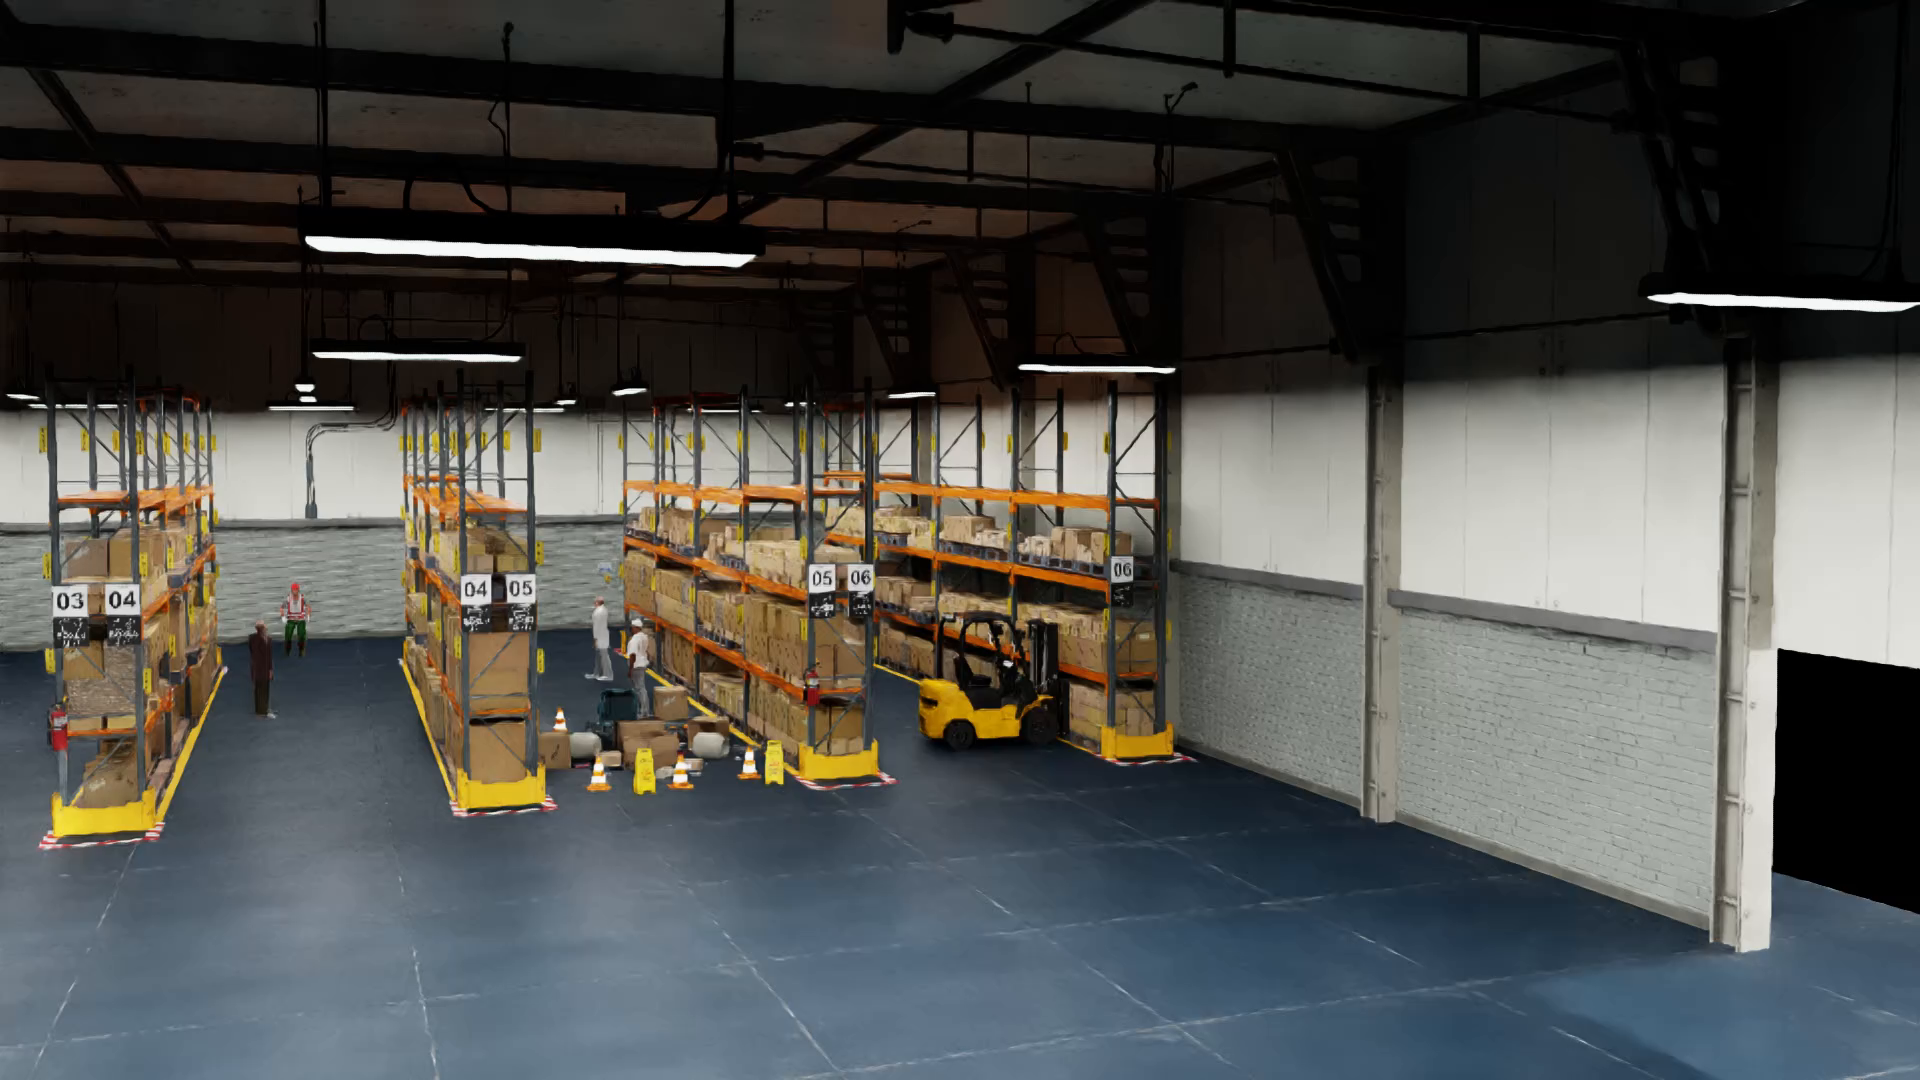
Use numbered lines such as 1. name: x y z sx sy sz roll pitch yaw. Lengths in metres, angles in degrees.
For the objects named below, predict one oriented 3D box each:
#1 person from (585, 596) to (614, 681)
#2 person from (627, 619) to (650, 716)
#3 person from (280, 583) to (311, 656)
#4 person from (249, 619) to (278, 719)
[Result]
1. person: -7.624 2.053 34.992 0.604 1.772 0.687 0 3 -2
2. person: -5.951 2.322 30.539 0.579 1.763 0.676 0 3 5
3. person: -15.567 1.864 38.955 0.677 1.742 0.552 -1 4 -23
4. person: -12.635 2.329 30.216 0.640 1.788 0.504 3 4 38
